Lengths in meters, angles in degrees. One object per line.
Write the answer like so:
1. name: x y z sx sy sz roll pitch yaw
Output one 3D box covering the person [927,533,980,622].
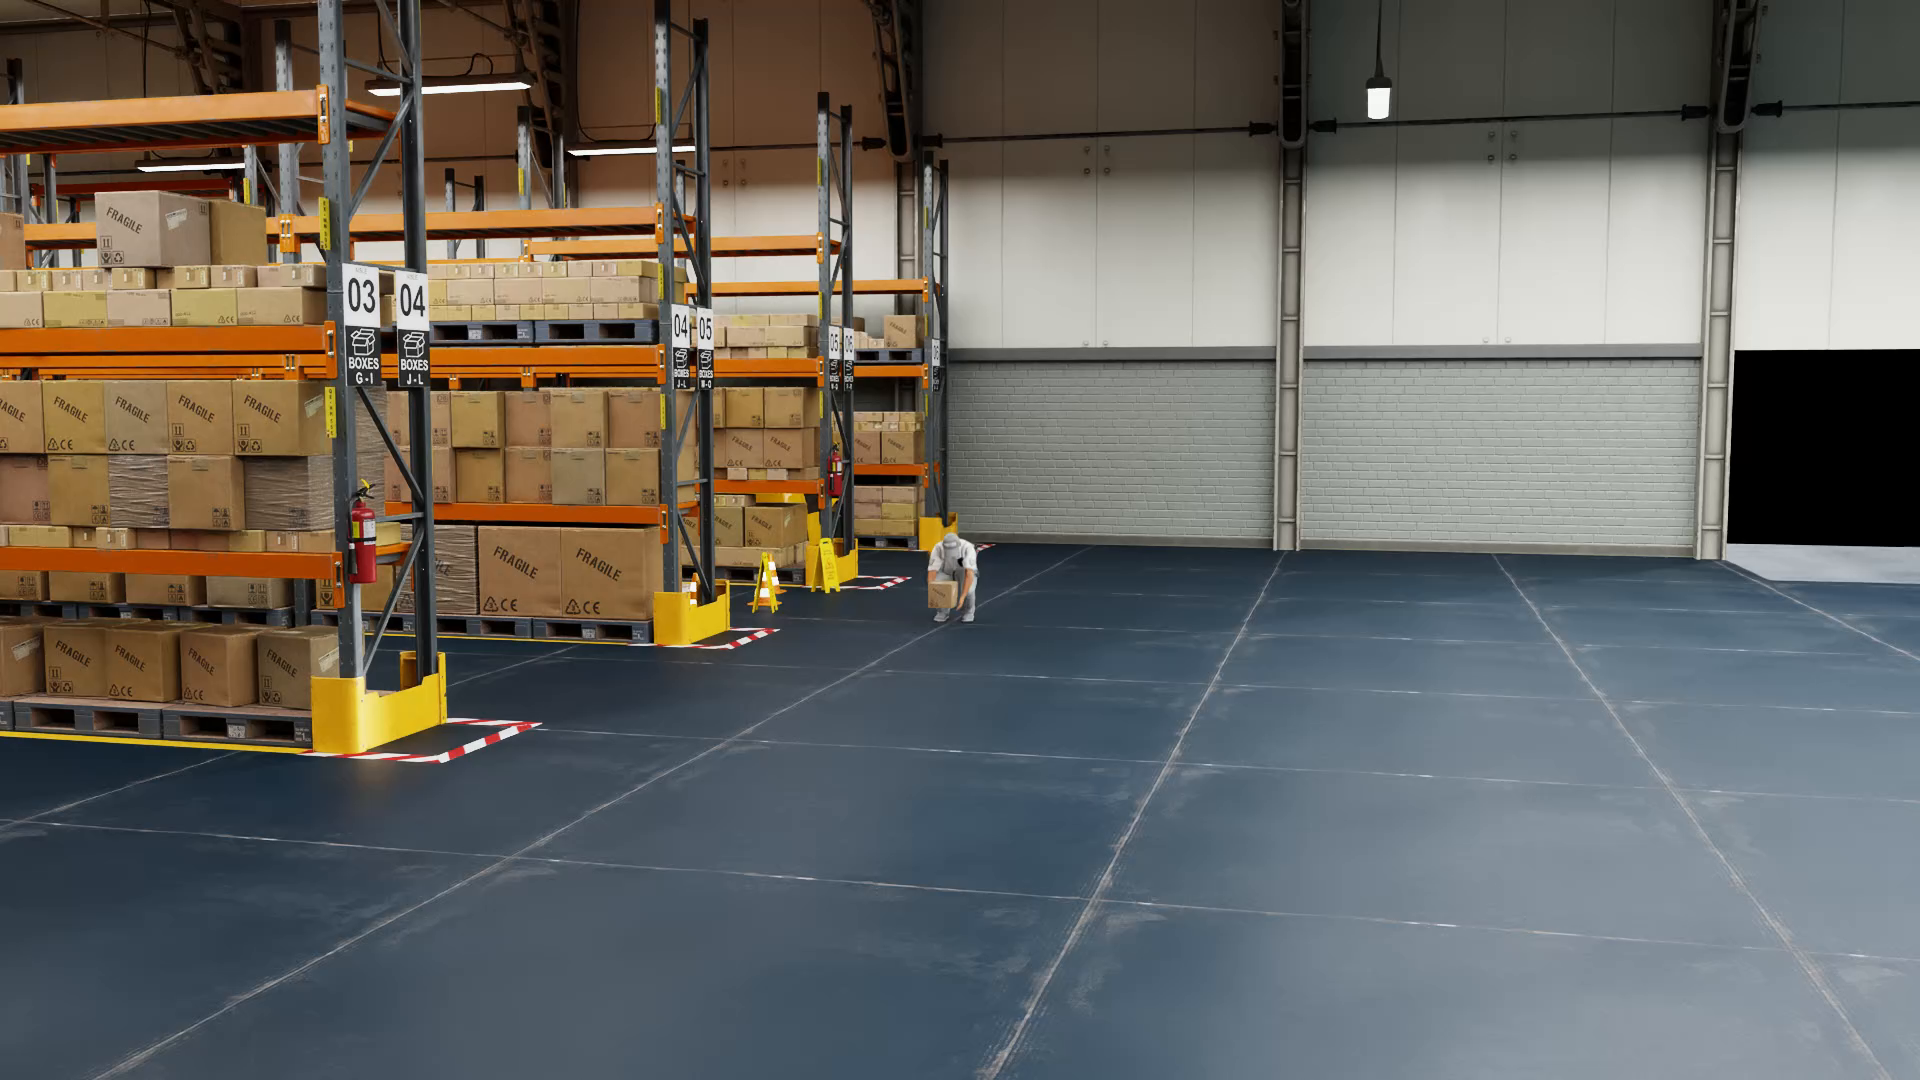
1. person: -0.060 0.378 17.309 0.517 0.959 0.851 1 5 13
